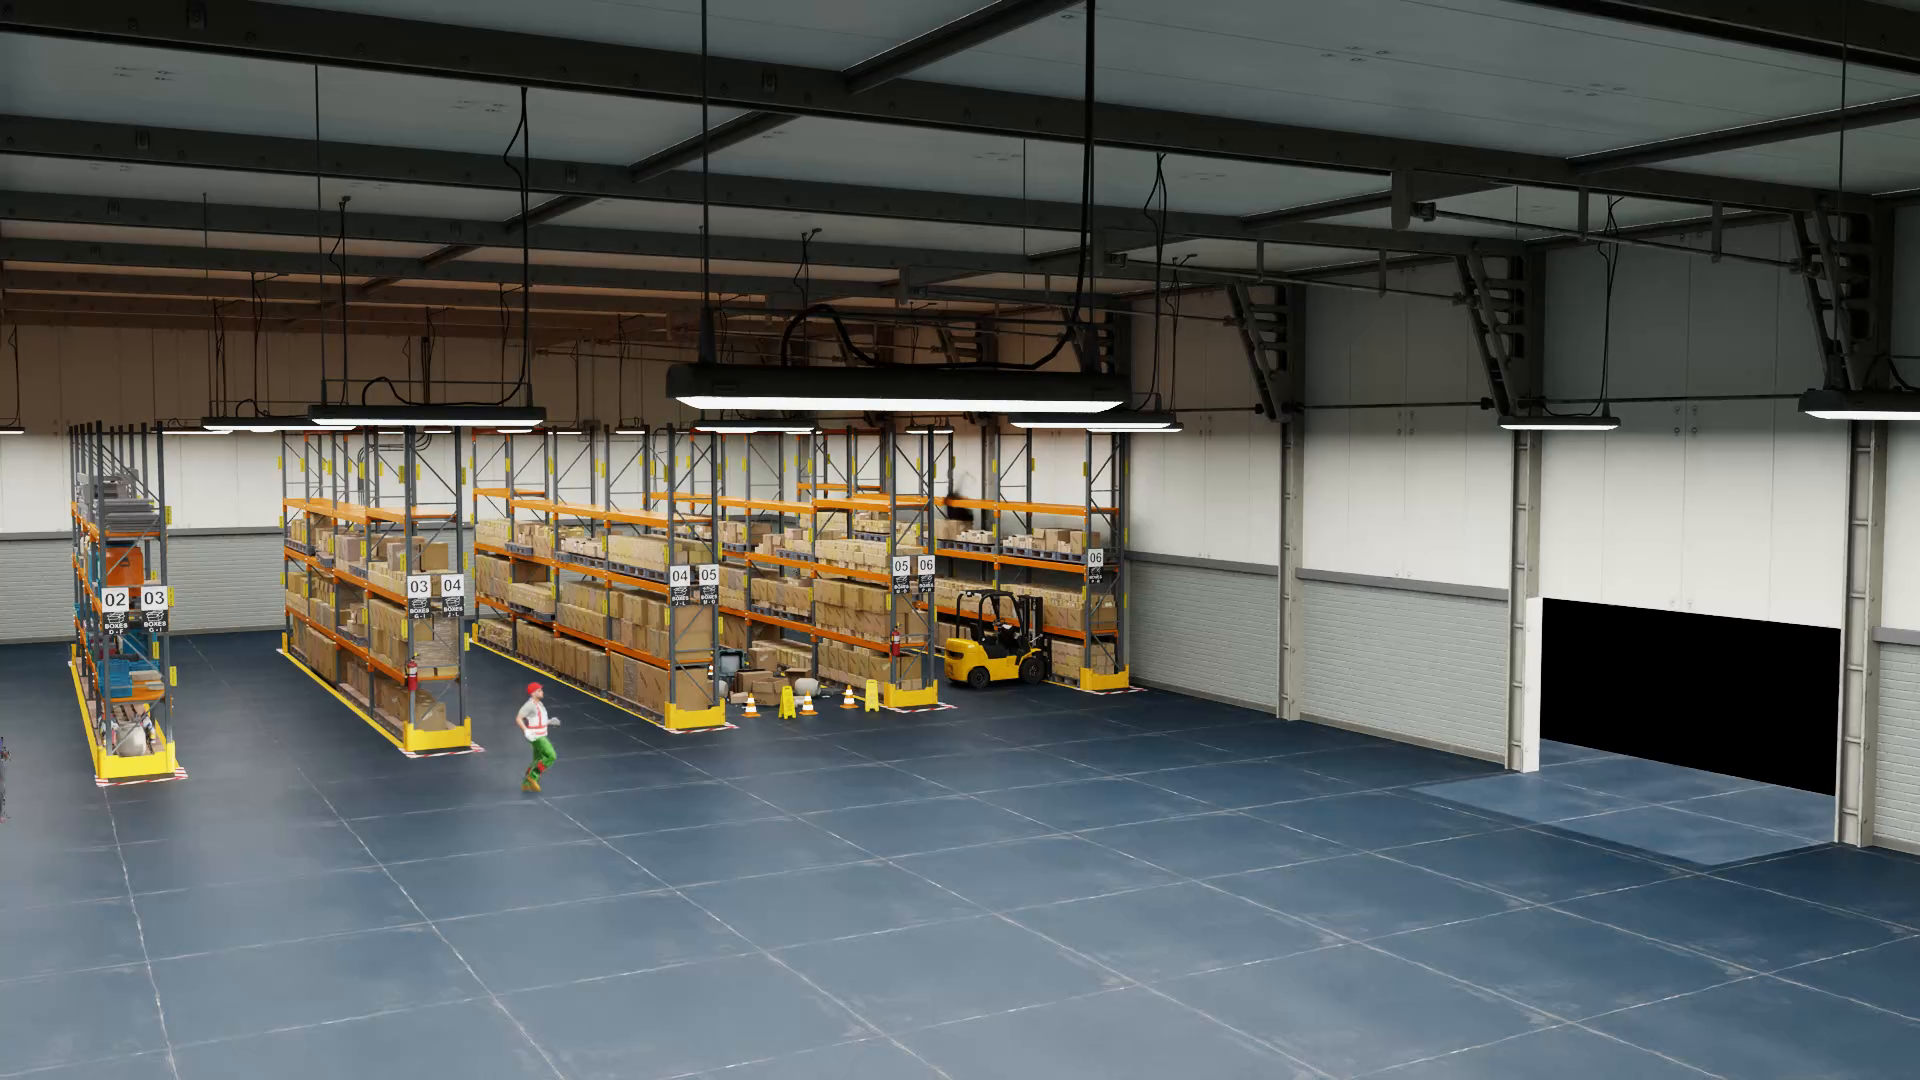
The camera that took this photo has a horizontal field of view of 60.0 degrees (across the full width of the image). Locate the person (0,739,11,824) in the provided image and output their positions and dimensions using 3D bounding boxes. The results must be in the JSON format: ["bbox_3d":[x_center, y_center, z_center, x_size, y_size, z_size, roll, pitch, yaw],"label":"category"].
[{"bbox_3d":[-14.462,3.392,24.685,0.726,1.649,0.576,0,4,4],"label":"person"}]

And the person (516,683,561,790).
[{"bbox_3d":[-6.770,3.170,26.822,0.640,1.742,0.651,0,4,-2],"label":"person"}]
